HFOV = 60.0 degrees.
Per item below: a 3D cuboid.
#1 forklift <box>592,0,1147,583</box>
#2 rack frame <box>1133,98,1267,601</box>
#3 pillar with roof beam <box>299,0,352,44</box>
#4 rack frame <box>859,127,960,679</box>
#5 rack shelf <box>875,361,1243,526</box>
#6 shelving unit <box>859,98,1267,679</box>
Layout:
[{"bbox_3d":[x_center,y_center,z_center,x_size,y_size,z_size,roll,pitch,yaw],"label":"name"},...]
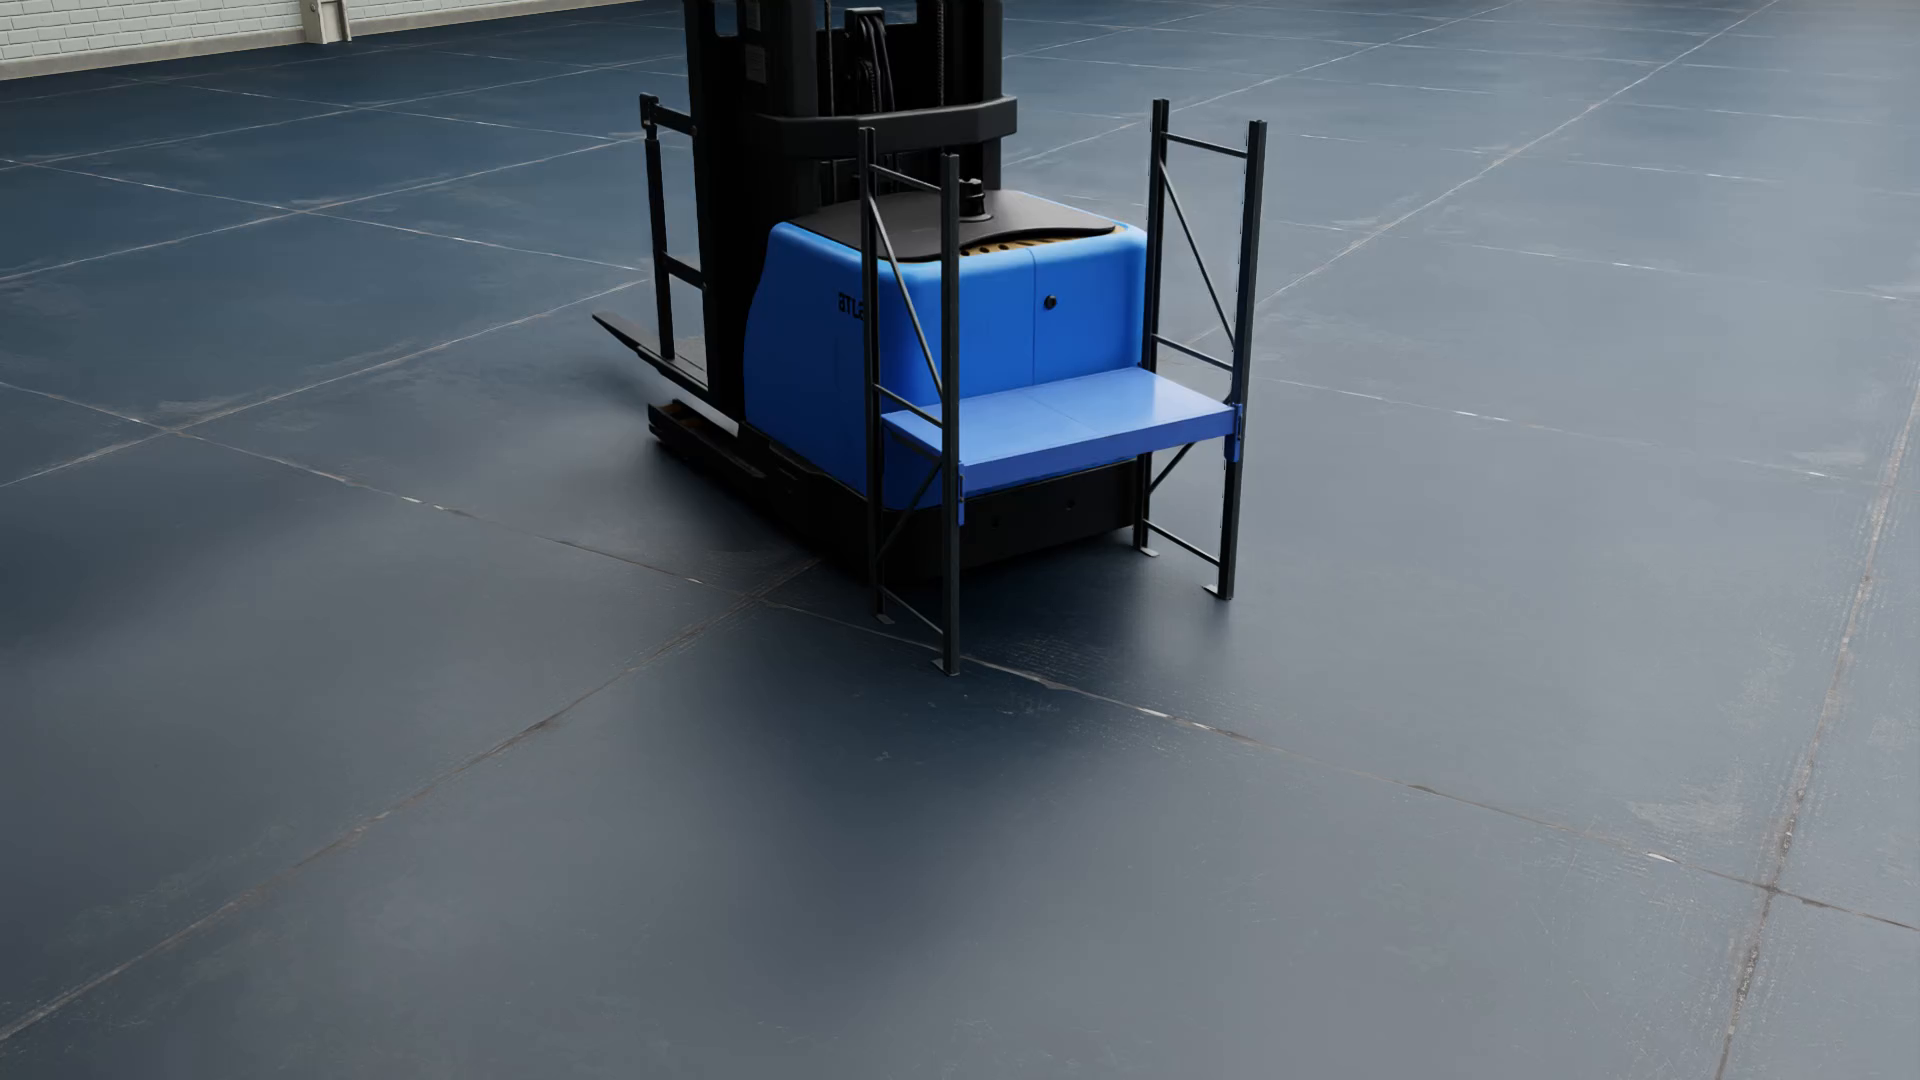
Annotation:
[{"bbox_3d":[-0.581,-1.746,6.094,1.130,2.935,3.031,-14,27,-30],"label":"forklift"},{"bbox_3d":[0.732,-0.581,5.205,0.032,1.500,0.500,-13,27,-28],"label":"rack frame"},{"bbox_3d":[-3.453,-8.843,14.850,9.100,9.000,0.400,14,27,29],"label":"pillar with roof beam"},{"bbox_3d":[-0.142,-0.375,4.728,0.032,1.500,0.500,-13,27,-28],"label":"rack frame"},{"bbox_3d":[0.295,-0.313,5.038,1.000,0.185,0.538,-13,27,-28],"label":"rack shelf"},{"bbox_3d":[0.295,-0.478,4.966,1.048,1.500,0.538,-13,27,-28],"label":"shelving unit"}]
